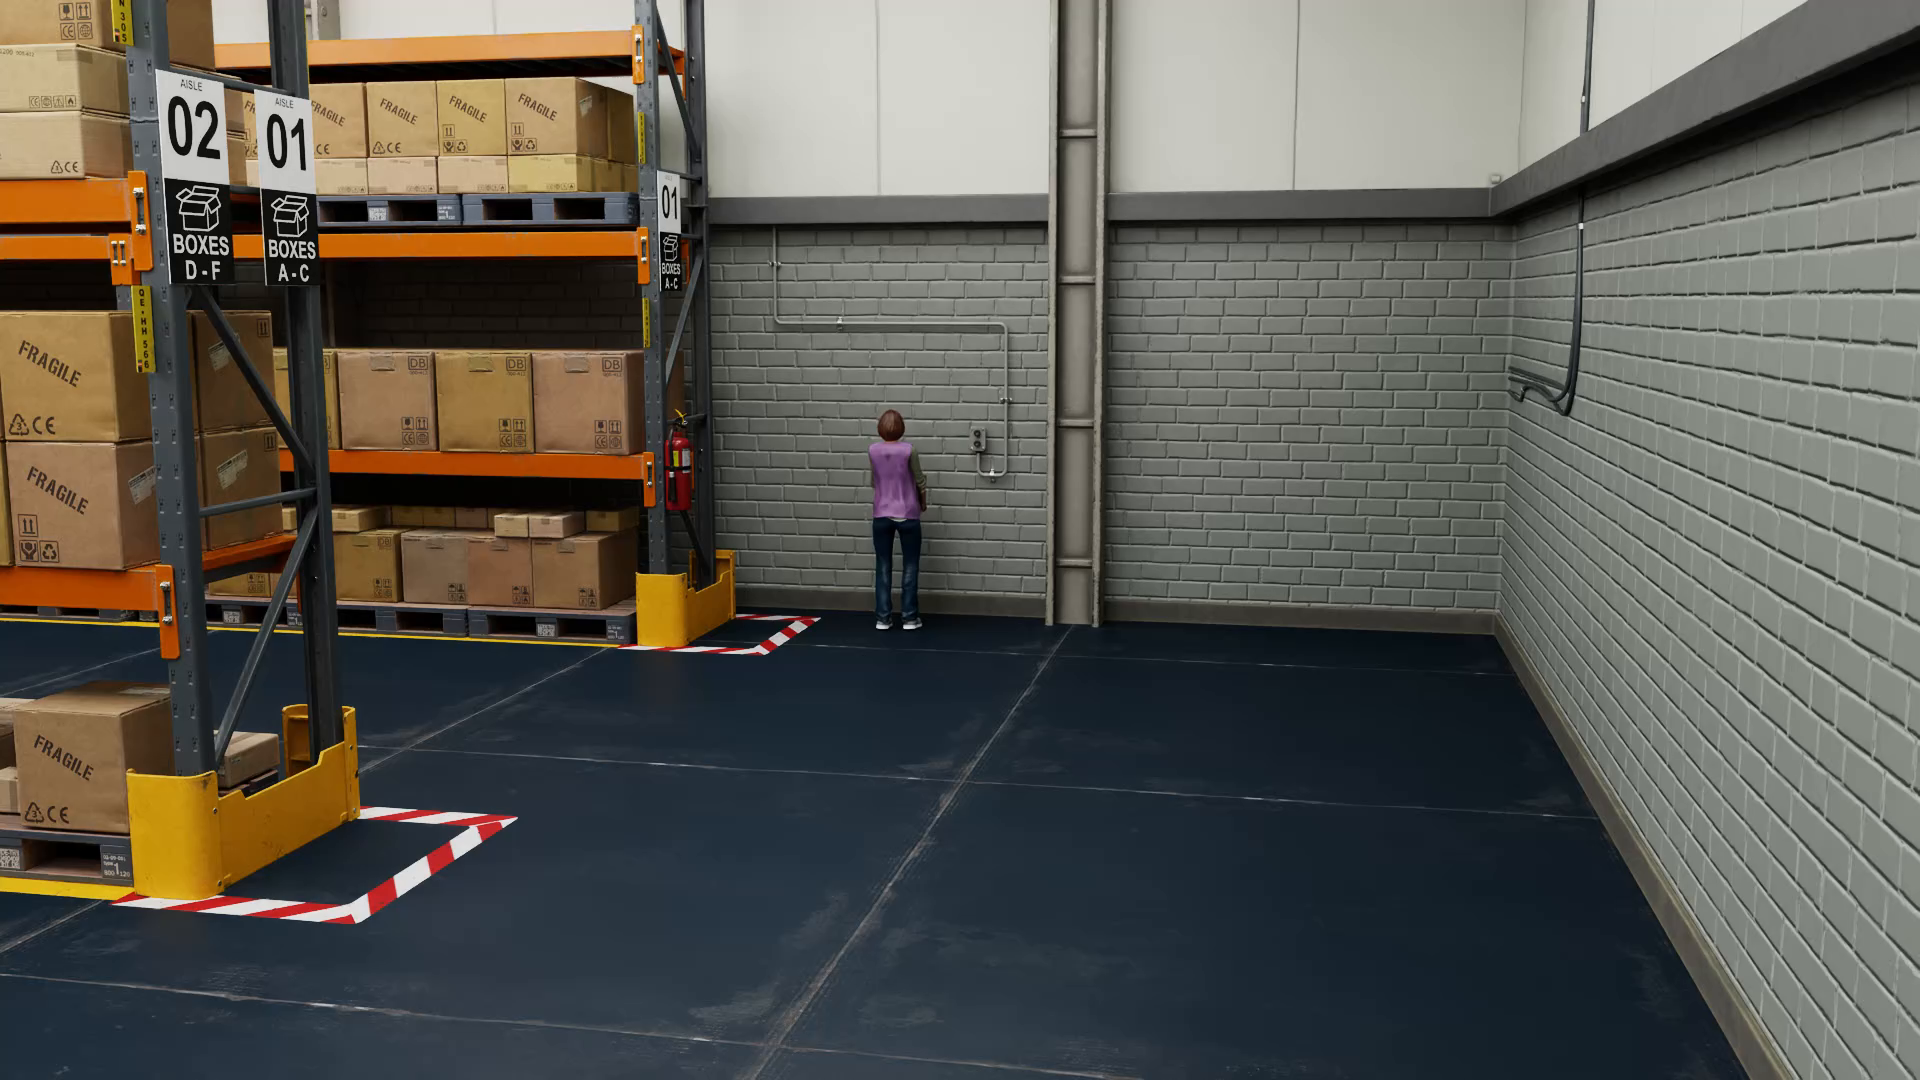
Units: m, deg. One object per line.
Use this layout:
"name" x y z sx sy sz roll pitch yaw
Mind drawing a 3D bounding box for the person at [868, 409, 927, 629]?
"person" -0.440 -0.154 11.949 0.406 1.588 0.492 2 8 12
